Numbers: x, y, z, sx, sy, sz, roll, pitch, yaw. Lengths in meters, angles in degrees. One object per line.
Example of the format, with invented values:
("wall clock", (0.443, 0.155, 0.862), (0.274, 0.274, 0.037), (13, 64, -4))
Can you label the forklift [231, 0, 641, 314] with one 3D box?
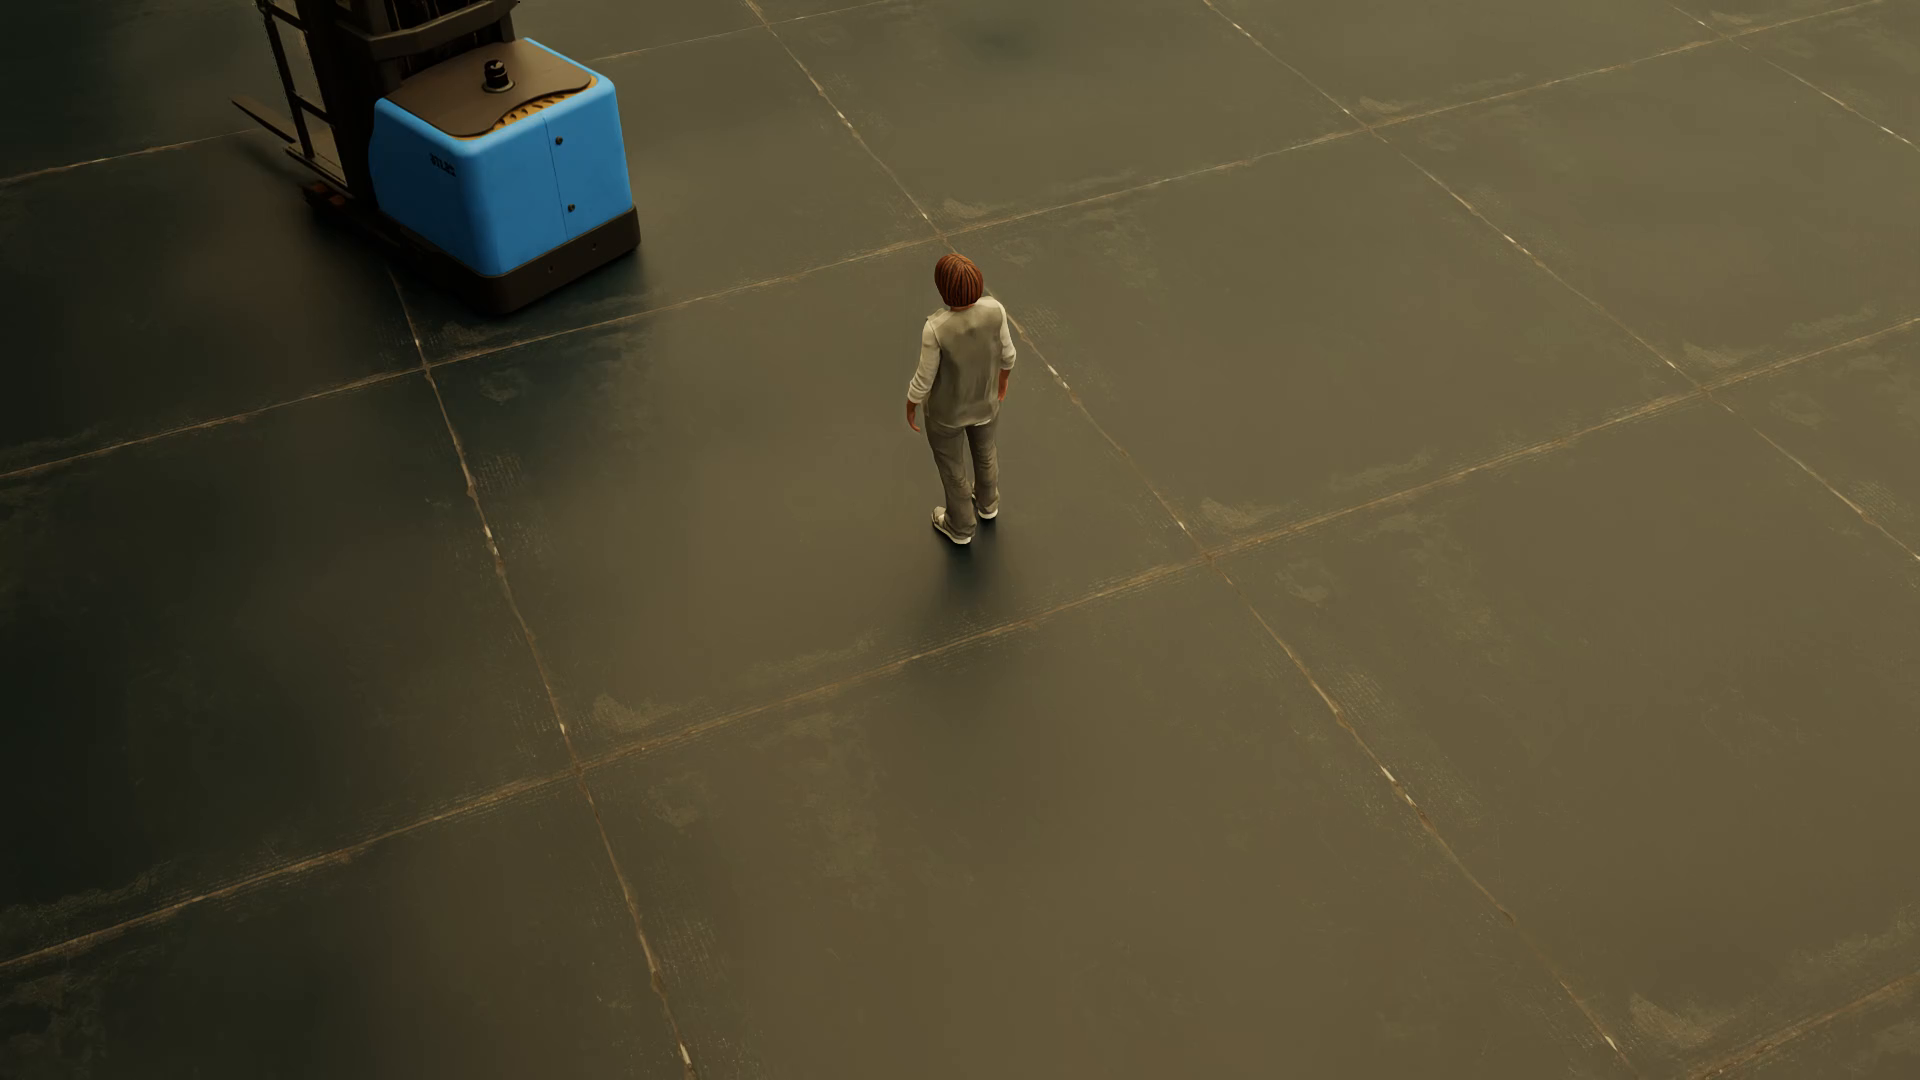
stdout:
("forklift", (-3.263, -3.175, 9.083), (3.031, 2.935, 1.130), (32, 52, 30))

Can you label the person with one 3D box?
("person", (-0.018, -0.640, 7.332), (0.520, 1.599, 0.473), (-18, 46, -18))
